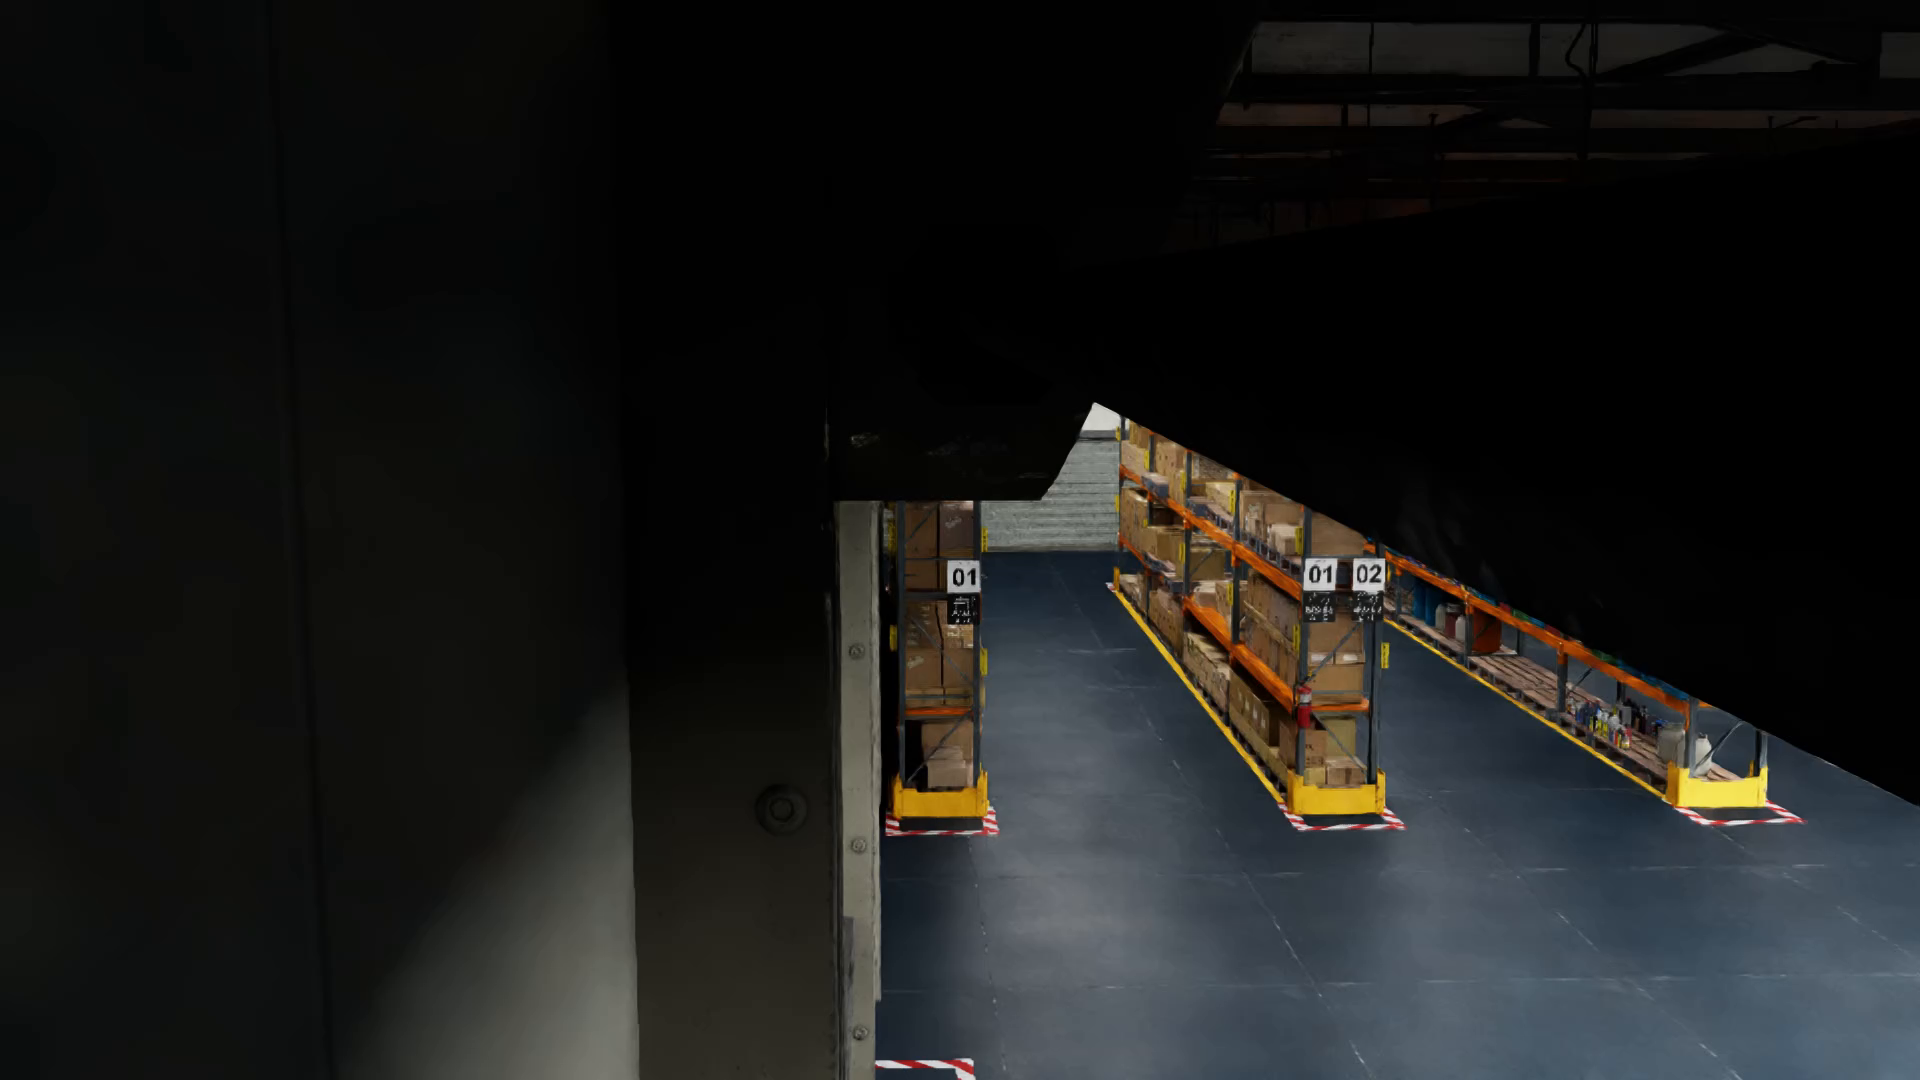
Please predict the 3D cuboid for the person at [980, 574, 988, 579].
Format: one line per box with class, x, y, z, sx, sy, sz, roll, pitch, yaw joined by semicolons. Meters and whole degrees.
person;0.175;0.028;37.855;0.712;1.712;0.904;-3;9;-19
